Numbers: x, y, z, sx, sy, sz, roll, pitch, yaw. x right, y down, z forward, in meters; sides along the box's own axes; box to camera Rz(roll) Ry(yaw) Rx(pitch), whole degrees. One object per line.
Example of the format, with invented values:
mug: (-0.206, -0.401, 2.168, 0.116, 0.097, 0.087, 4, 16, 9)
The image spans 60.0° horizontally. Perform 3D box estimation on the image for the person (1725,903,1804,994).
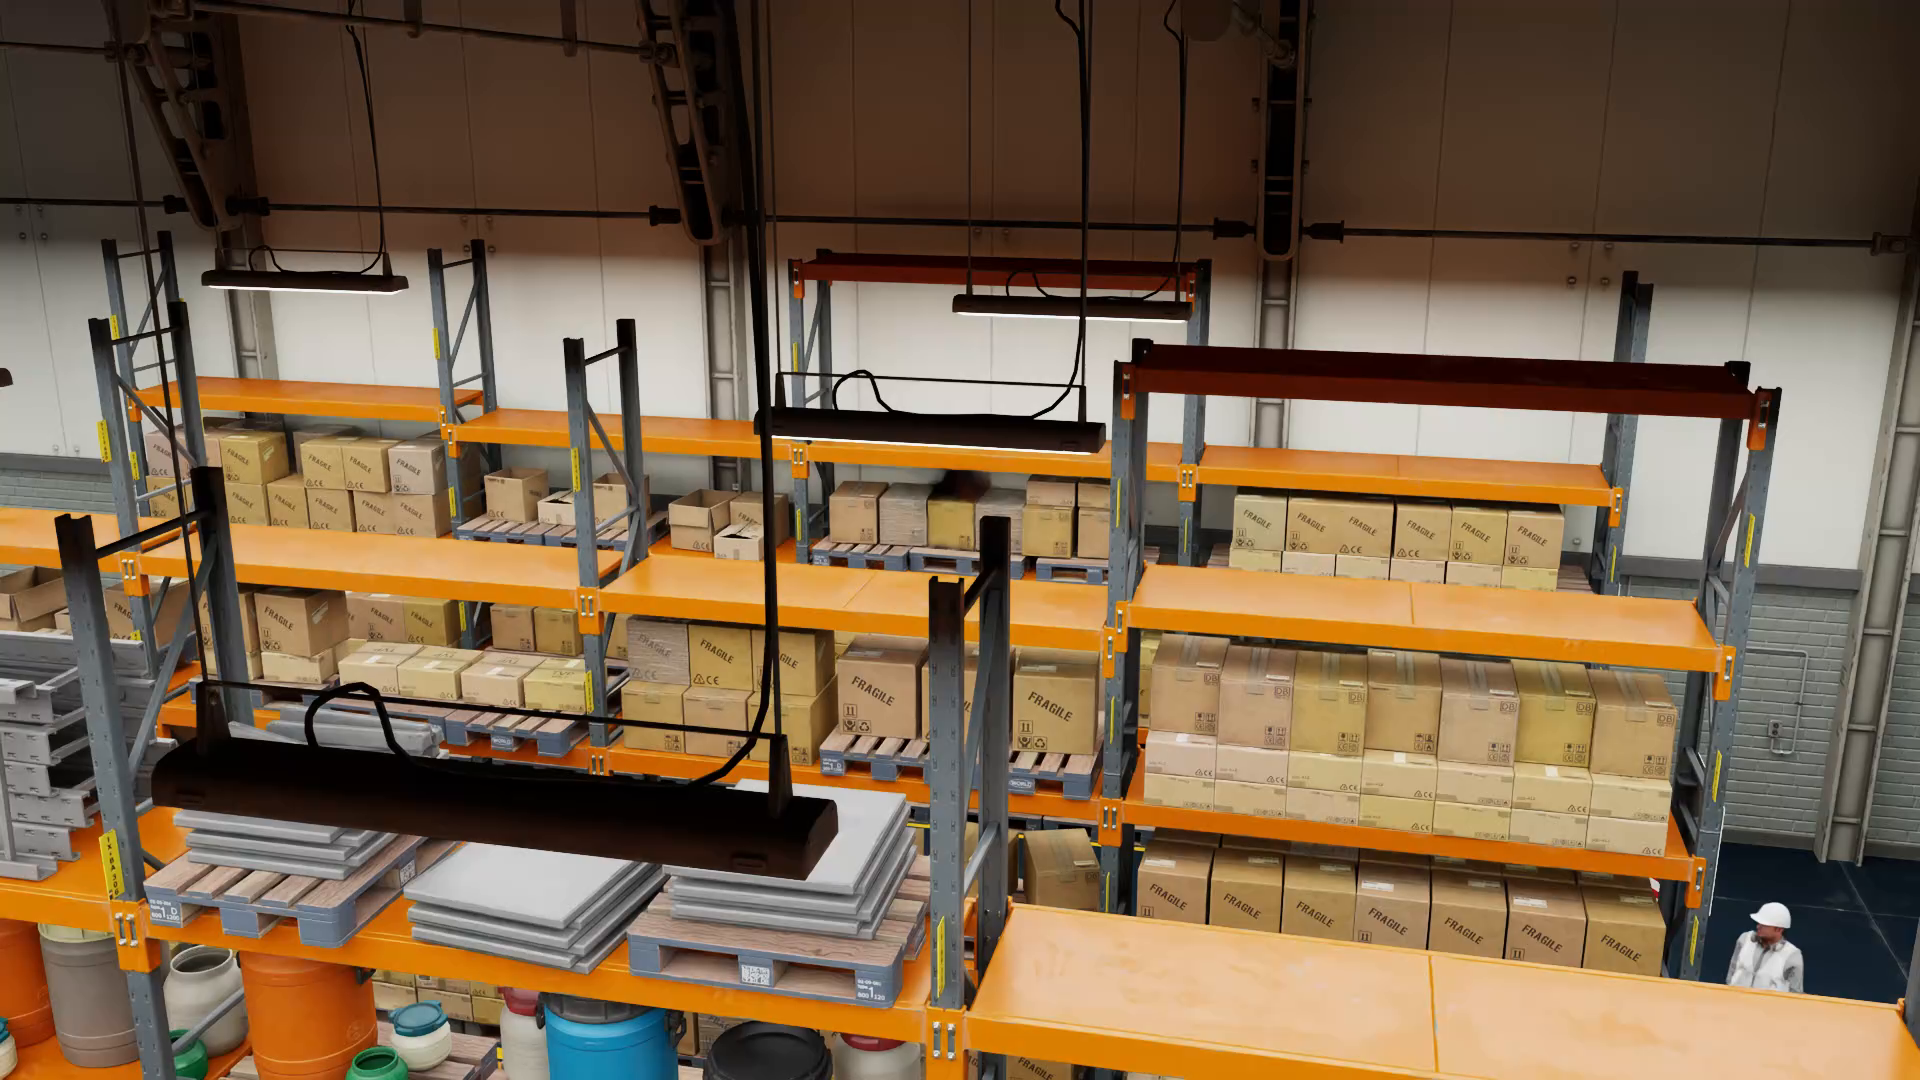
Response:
person: (6.181, 3.621, 12.840, 0.374, 1.783, 0.600, -13, 20, -37)
